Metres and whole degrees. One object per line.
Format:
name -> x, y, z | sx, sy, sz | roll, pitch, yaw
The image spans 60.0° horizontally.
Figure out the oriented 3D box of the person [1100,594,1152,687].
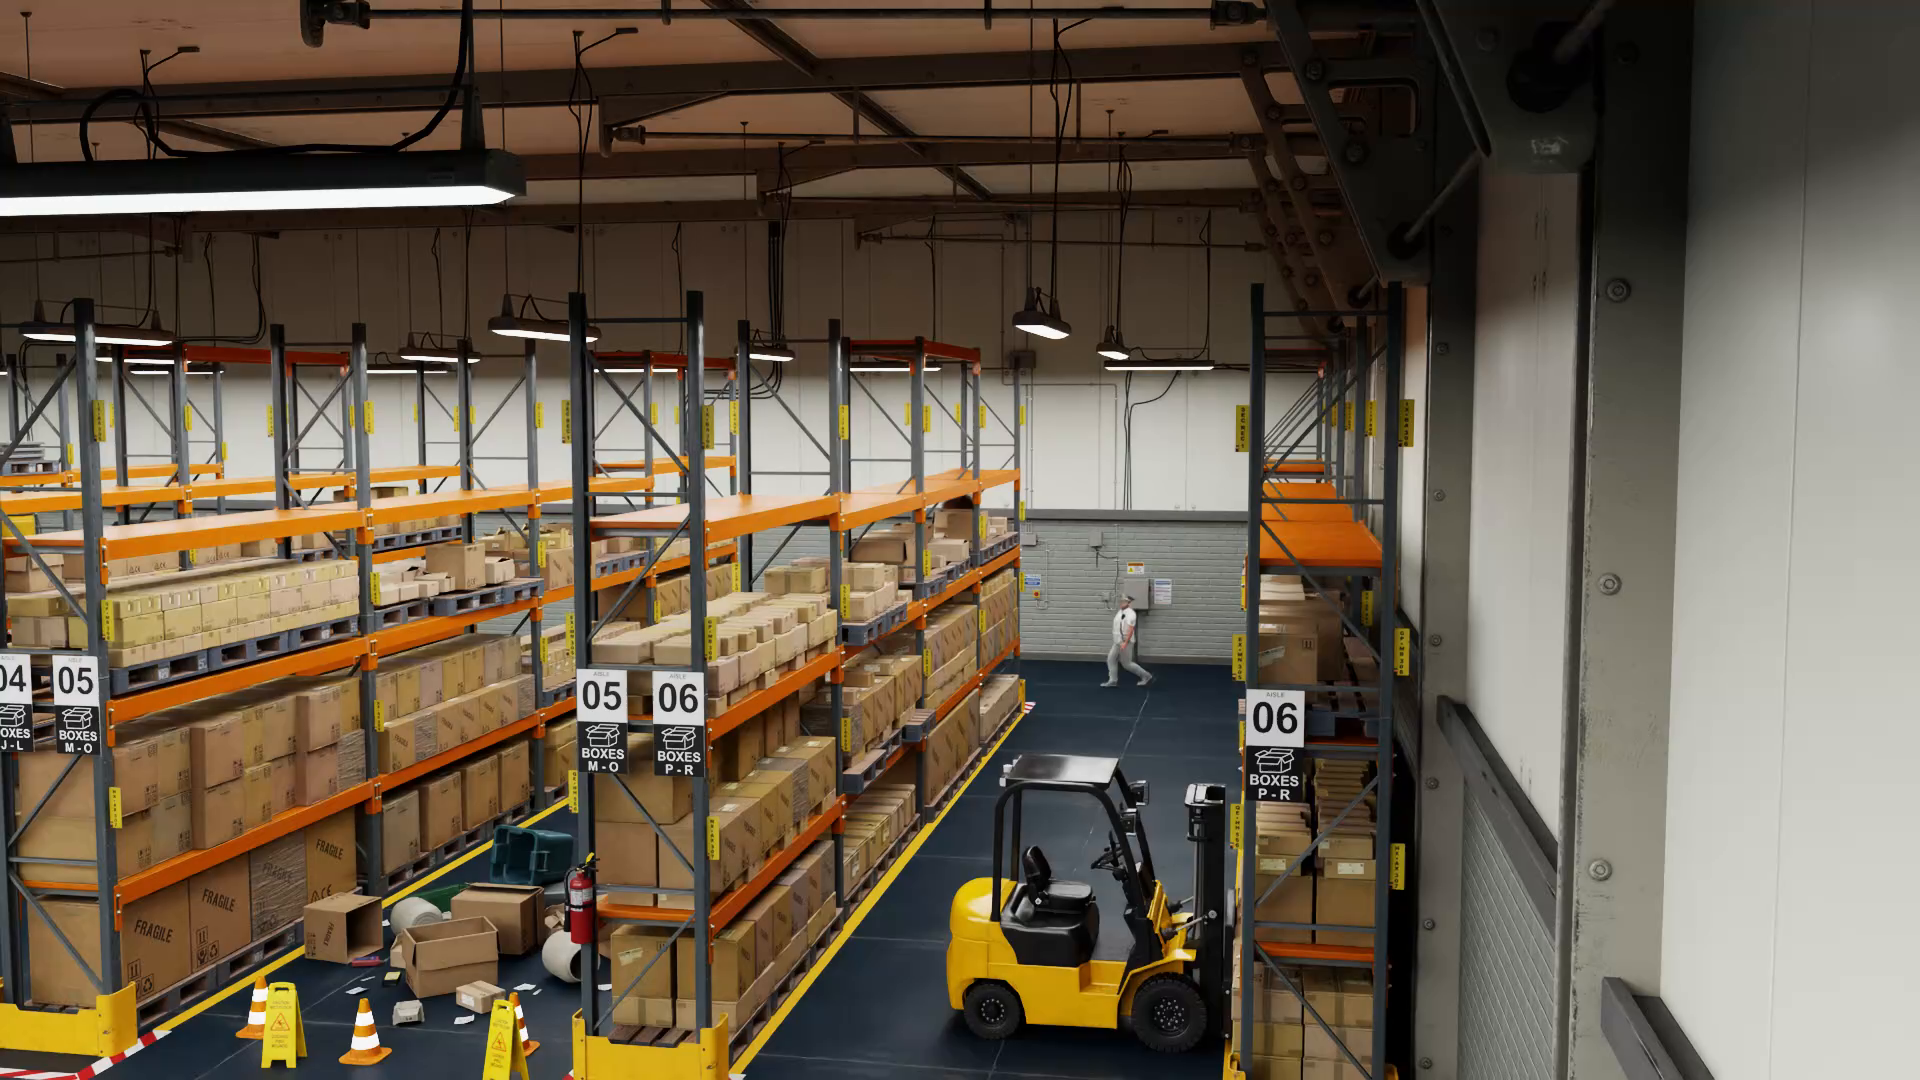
person -> 3.036, 1.840, 30.428 | 0.928, 1.720, 0.585 | 0, 5, -5
